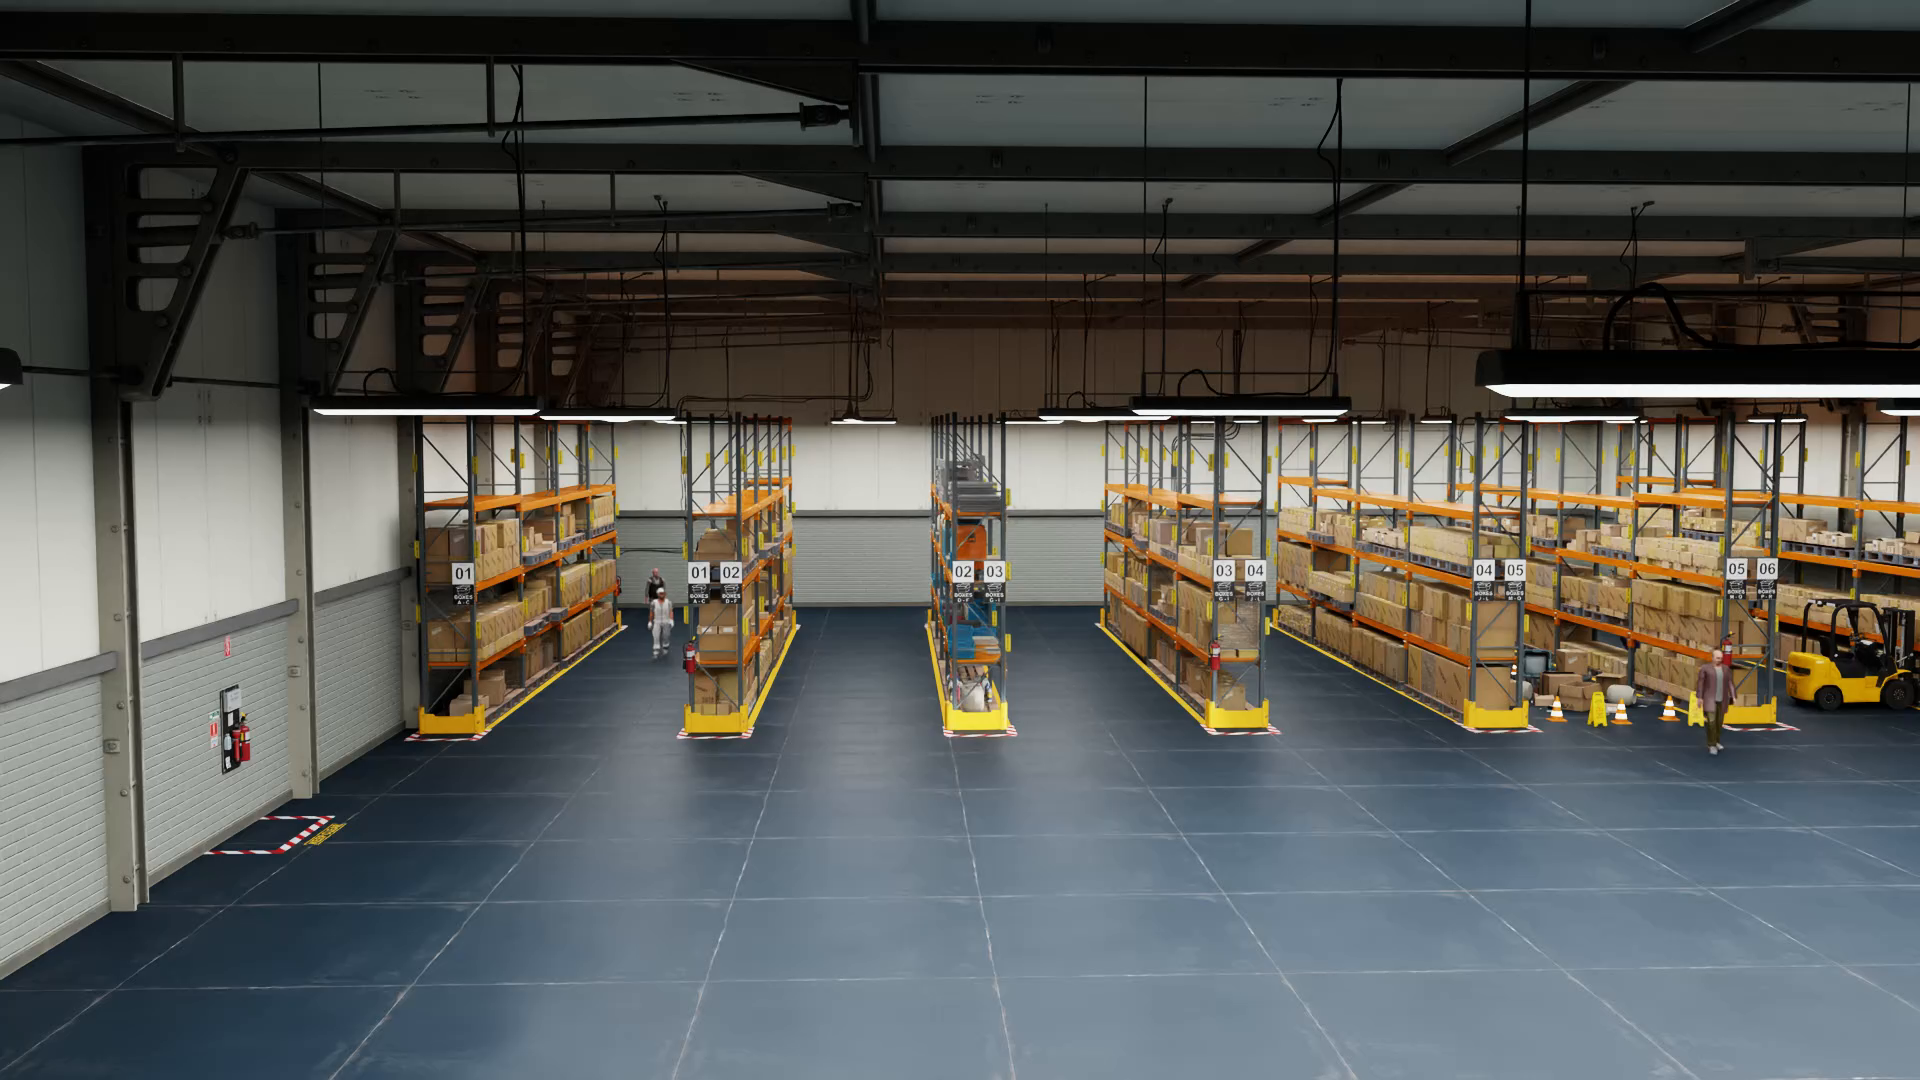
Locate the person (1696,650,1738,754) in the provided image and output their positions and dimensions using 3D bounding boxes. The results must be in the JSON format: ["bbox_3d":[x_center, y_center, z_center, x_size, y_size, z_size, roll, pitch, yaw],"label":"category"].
[{"bbox_3d":[13.348,2.859,29.327,0.633,1.841,0.609,0,4,-1],"label":"person"}]

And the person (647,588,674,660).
[{"bbox_3d":[-7.363,2.043,40.888,0.656,1.720,1.050,-1,4,-8],"label":"person"}]

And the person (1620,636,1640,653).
[{"bbox_3d":[16.750,2.095,41.412,0.504,1.669,0.454,-1,4,-20],"label":"person"}]

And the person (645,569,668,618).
[{"bbox_3d":[-8.594,1.658,47.175,0.612,1.688,0.947,-2,4,-26],"label":"person"}]

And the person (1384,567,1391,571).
[{"bbox_3d":[12.074,1.640,46.860,0.550,1.744,0.531,-4,5,-43],"label":"person"}]
